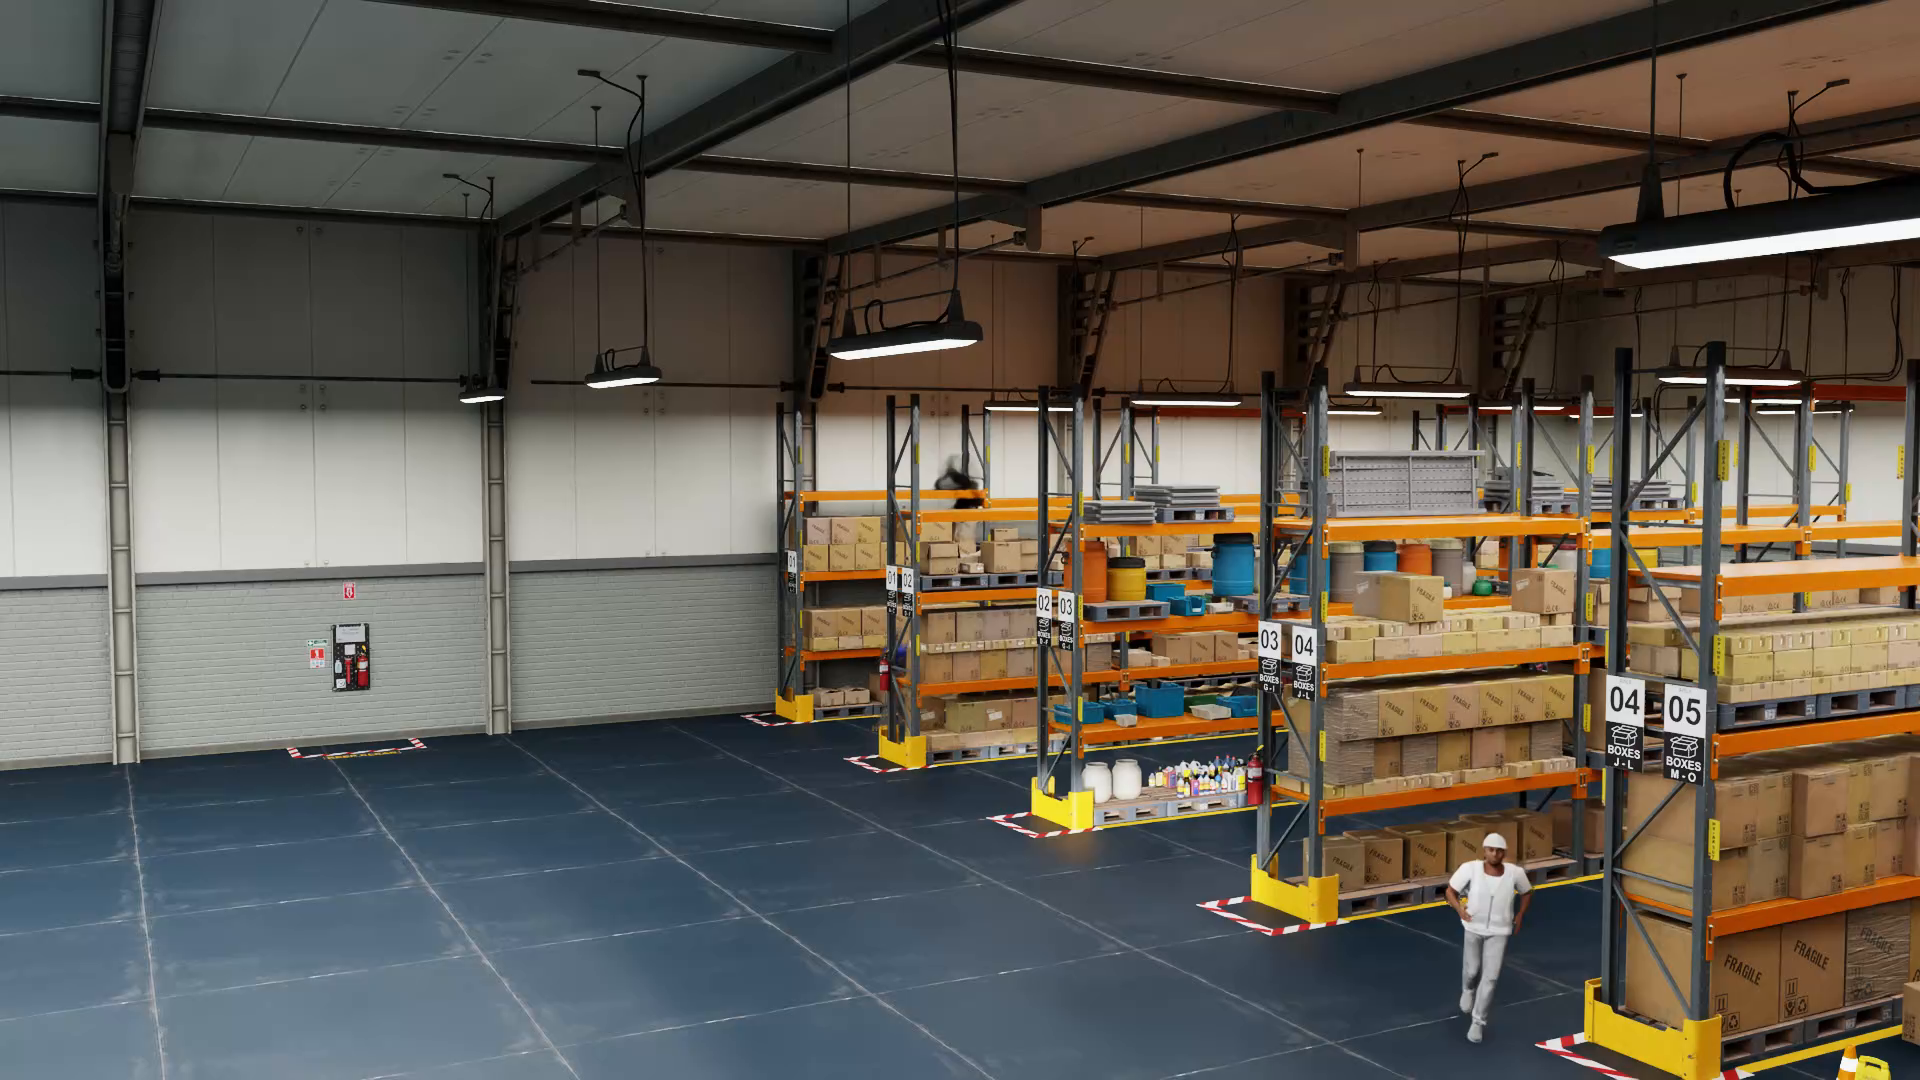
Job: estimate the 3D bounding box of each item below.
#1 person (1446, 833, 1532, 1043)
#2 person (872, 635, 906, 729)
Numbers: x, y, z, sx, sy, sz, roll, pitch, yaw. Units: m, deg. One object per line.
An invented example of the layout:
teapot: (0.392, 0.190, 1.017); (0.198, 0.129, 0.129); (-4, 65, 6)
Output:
person: (4.665, 3.451, 14.684); (0.732, 1.765, 0.912); (1, 3, 18)
person: (-1.177, 2.426, 28.853); (0.792, 1.712, 0.626); (-3, 4, -41)
